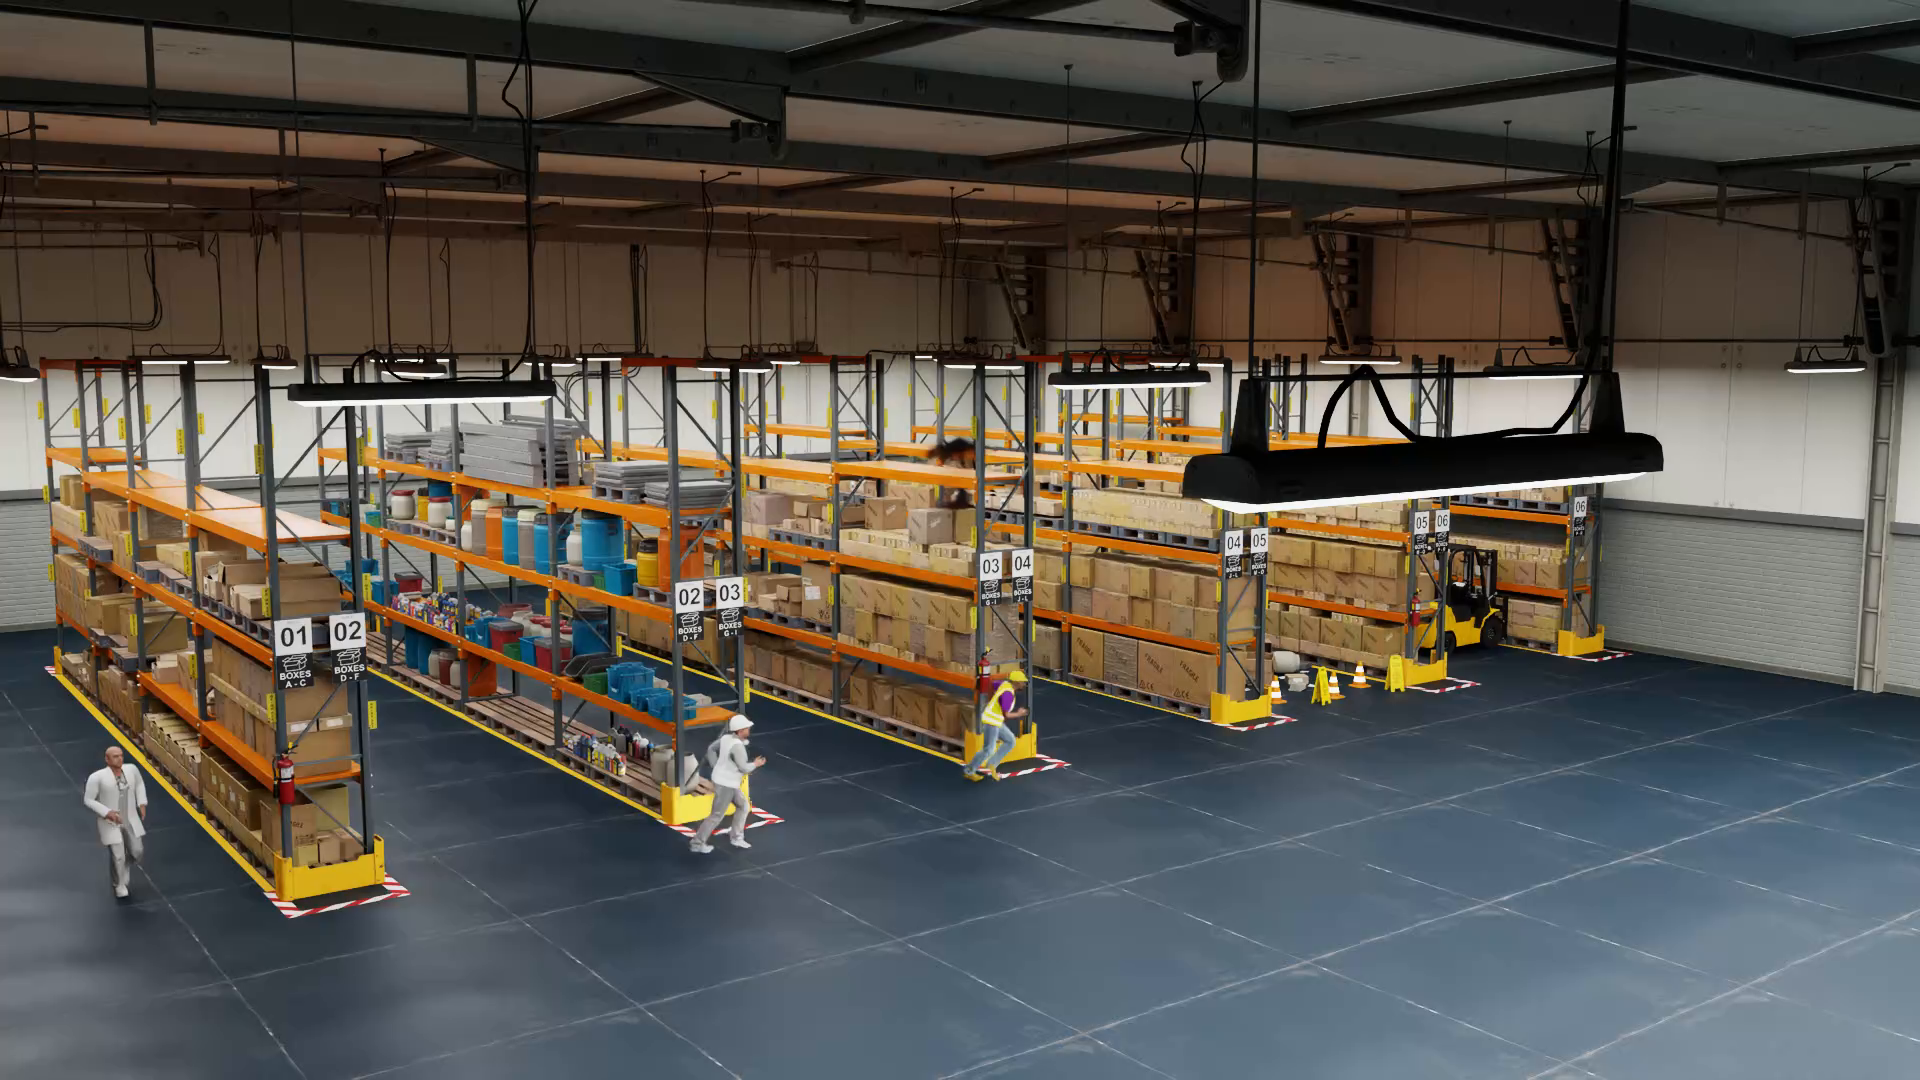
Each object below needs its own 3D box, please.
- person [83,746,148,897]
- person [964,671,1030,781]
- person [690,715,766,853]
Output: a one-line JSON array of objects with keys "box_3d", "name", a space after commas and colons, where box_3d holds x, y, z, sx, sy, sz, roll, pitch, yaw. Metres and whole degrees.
[{"box_3d": [-9.608, 3.200, 18.984, 0.665, 1.734, 0.718, 6, 9, 40], "name": "person"}, {"box_3d": [0.527, 2.669, 23.916, 0.945, 1.625, 0.741, 0, 7, 1], "name": "person"}, {"box_3d": [-2.873, 3.022, 20.502, 0.976, 1.751, 0.665, -2, 7, -20], "name": "person"}]
